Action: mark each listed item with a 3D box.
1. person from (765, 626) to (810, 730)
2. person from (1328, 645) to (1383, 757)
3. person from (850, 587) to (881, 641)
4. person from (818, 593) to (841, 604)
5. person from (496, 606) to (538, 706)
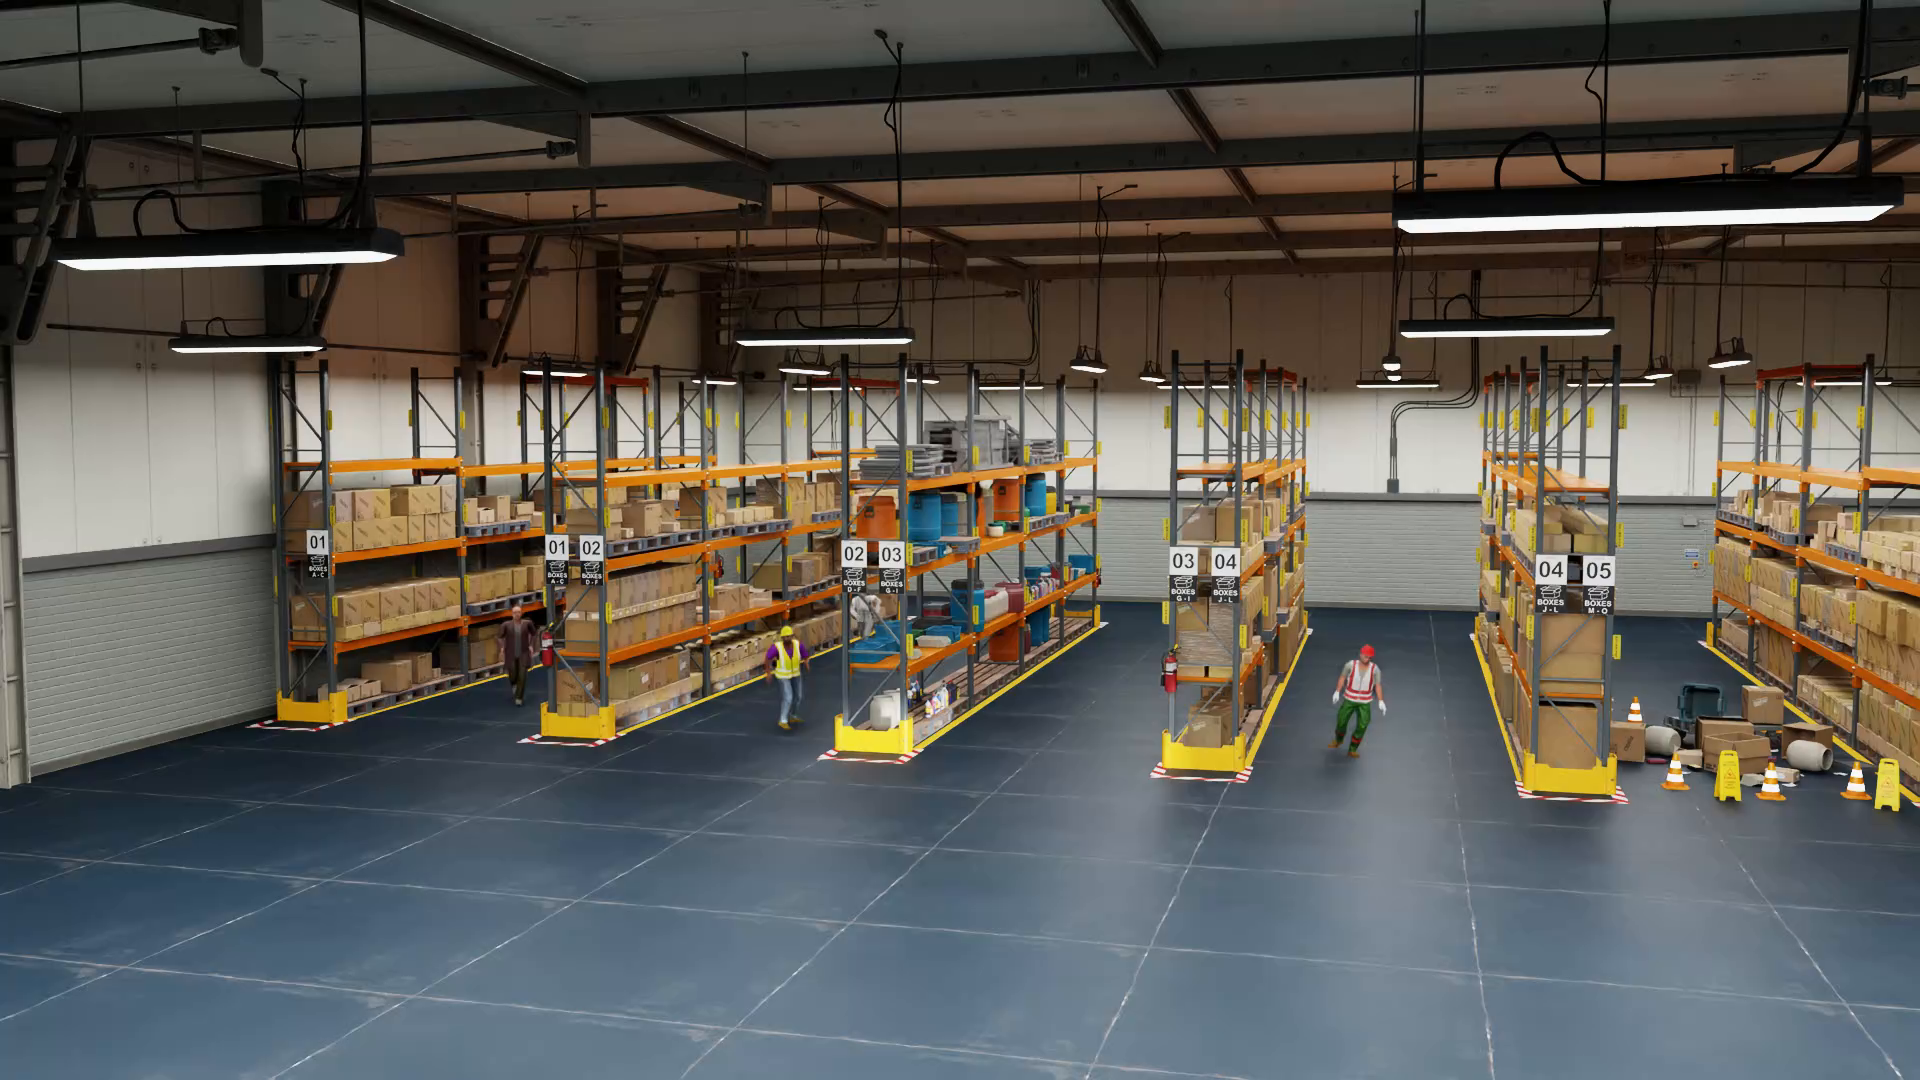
[{"bbox_3d":[-2.764,2.244,27.045,0.693,1.722,0.825,-3,5,-36],"label":"person"},{"bbox_3d":[5.857,2.369,24.607,0.765,1.701,0.691,1,4,7],"label":"person"},{"bbox_3d":[-1.974,1.736,34.671,0.652,1.633,0.959,0,4,2],"label":"person"},{"bbox_3d":[-3.328,0.974,43.529,0.946,1.749,0.691,2,4,22],"label":"person"},{"bbox_3d":[-7.826,2.031,29.414,0.721,1.734,0.807,-1,4,-15],"label":"person"}]
